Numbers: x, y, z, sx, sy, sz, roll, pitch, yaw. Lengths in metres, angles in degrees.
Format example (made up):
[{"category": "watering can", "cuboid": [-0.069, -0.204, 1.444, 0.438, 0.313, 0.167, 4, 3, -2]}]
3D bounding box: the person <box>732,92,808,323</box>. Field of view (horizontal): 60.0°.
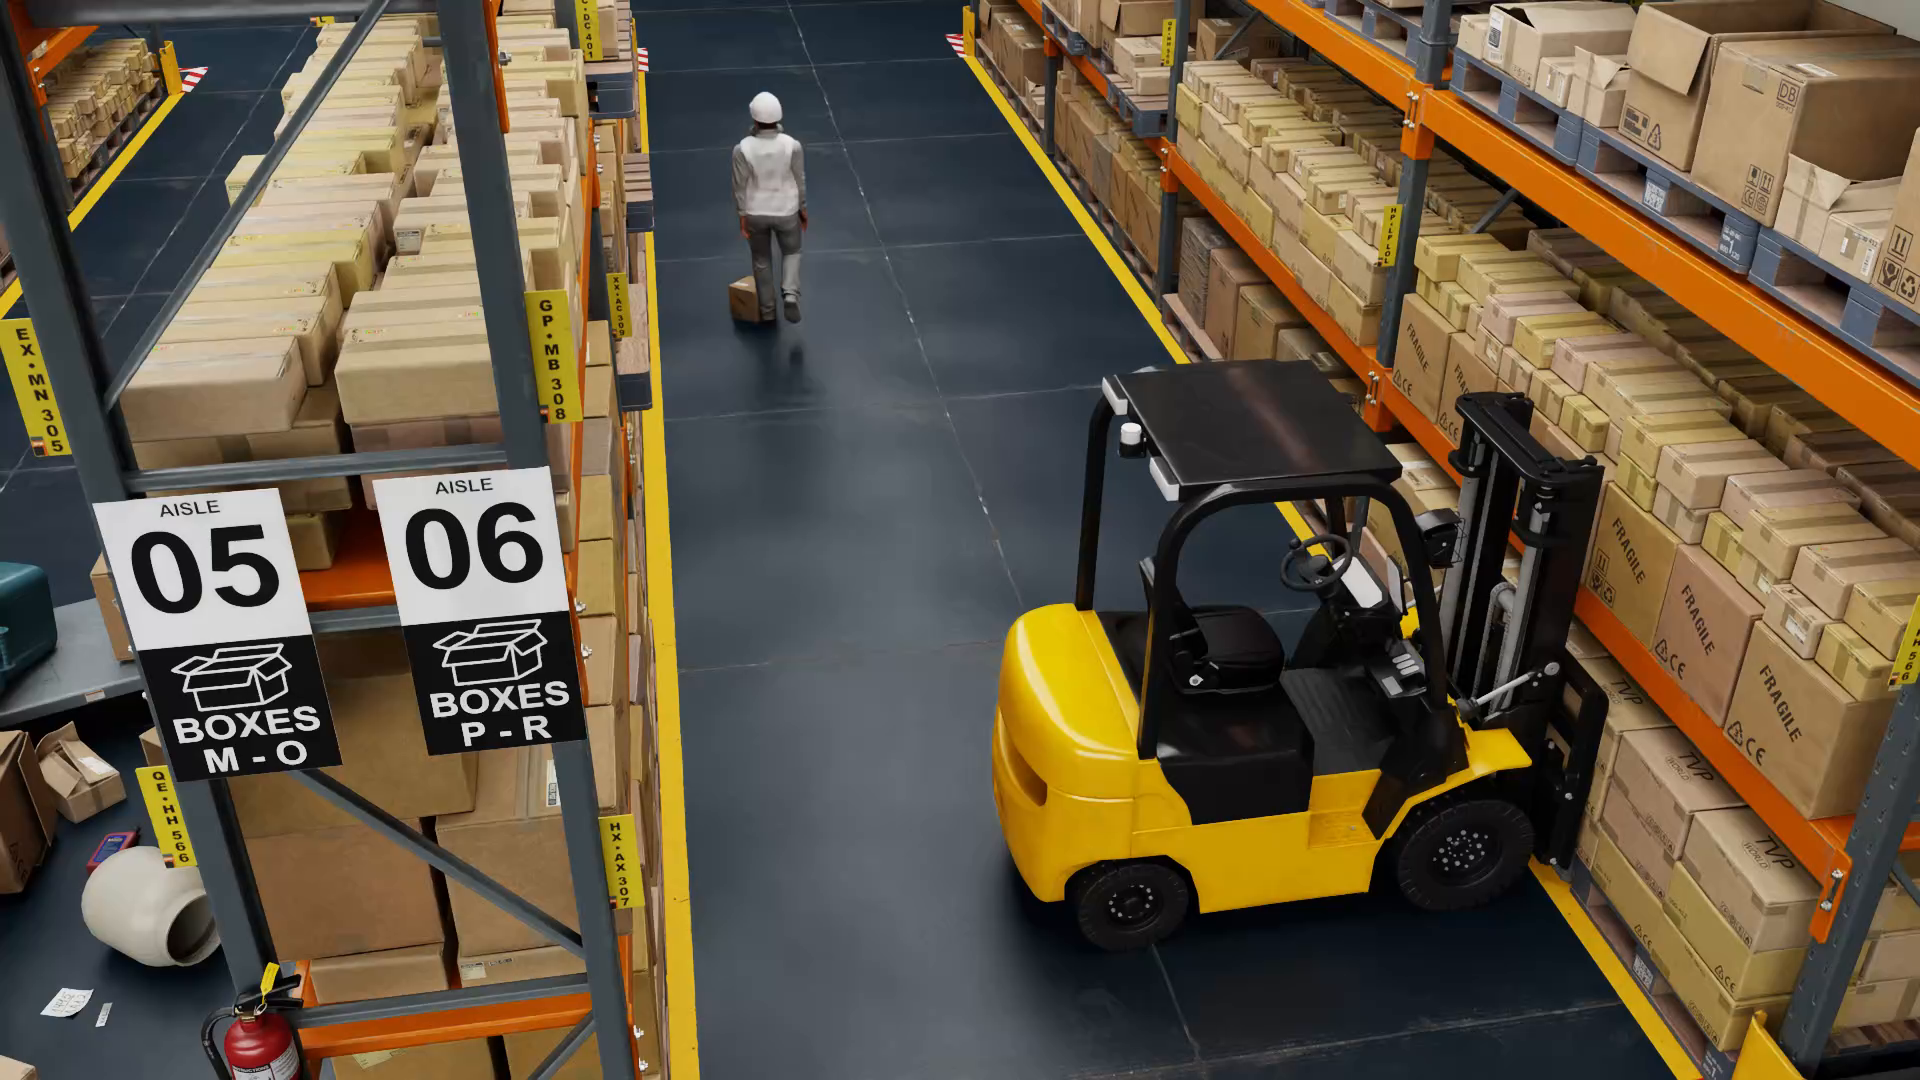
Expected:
[{"category": "person", "cuboid": [-1.382, -2.407, 12.168, 0.534, 1.753, 0.641, -3, 31, -6]}]
